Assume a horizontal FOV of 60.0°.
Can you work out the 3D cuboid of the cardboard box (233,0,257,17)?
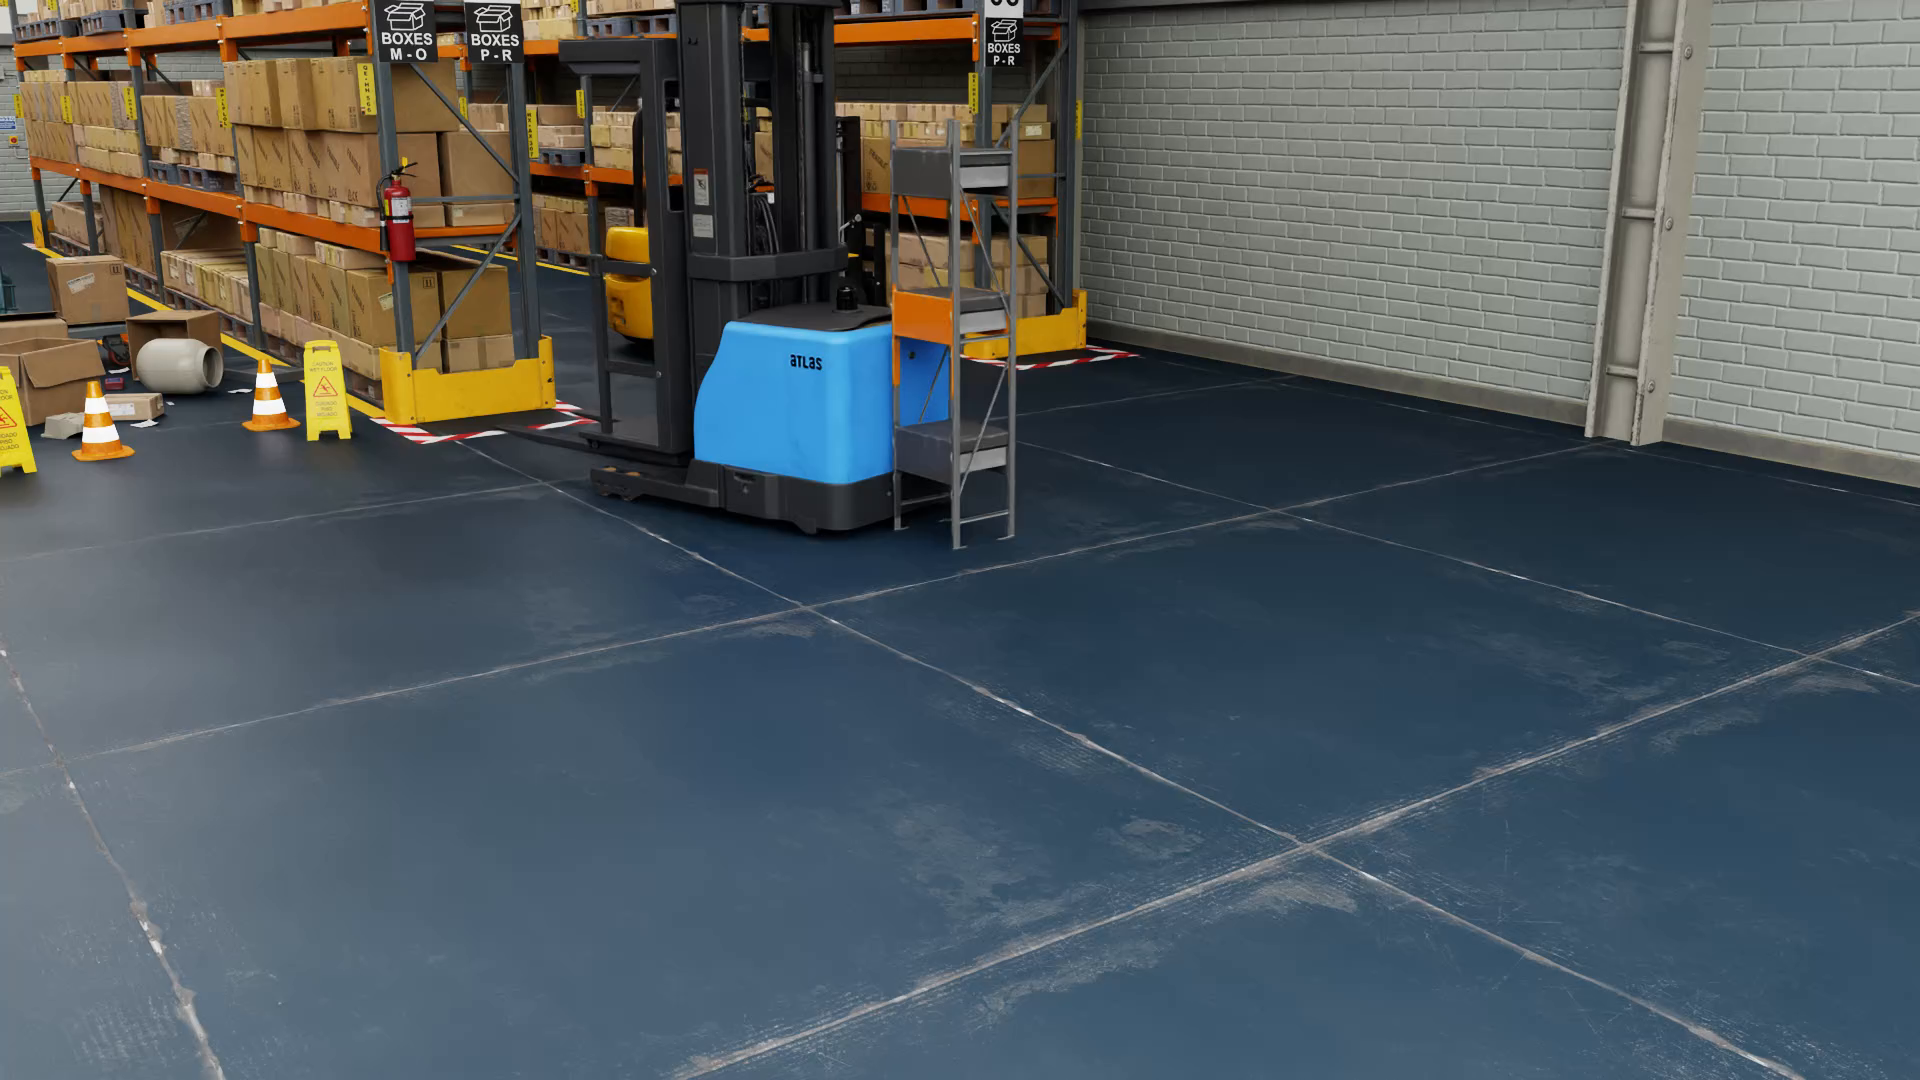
[{"bbox_3d":[-5.710,-4.355,13.601,0.380,0.149,0.250,-11,19,-34],"label":"cardboard box"}]

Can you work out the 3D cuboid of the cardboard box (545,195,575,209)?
[{"bbox_3d":[-5.206,-4.434,21.805,0.380,0.149,0.250,-11,19,-35],"label":"cardboard box"}]

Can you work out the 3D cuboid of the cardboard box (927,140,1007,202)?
[{"bbox_3d":[0.061,-3.229,14.502,0.500,0.500,0.500,-11,19,-36],"label":"cardboard box"}]

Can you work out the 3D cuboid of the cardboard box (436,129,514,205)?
[{"bbox_3d":[-3.504,-2.681,11.937,0.500,0.500,0.500,-11,19,-35],"label":"cardboard box"}]

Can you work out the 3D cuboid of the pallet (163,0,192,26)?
[{"bbox_3d":[-6.691,-4.925,15.562,1.213,0.211,1.003,-11,19,-35],"label":"pallet"}]

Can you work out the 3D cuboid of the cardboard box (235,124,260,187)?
[{"bbox_3d":[-5.768,-3.254,14.030,0.500,0.500,0.500,-11,19,-35],"label":"cardboard box"}]

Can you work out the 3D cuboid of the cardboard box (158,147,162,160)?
[{"bbox_3d":[-8.113,-4.037,17.323,0.380,0.149,0.250,-12,19,-38],"label":"cardboard box"}]

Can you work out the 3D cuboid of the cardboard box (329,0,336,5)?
[{"bbox_3d":[-4.187,-3.814,11.622,0.380,0.149,0.250,-10,18,-33],"label":"cardboard box"}]

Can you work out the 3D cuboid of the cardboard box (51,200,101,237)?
[{"bbox_3d":[-12.388,-4.603,23.770,0.875,0.438,0.875,-12,19,-36],"label":"cardboard box"}]

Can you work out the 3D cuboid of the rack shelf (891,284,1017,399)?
[{"bbox_3d":[-0.033,-1.027,8.404,0.431,0.518,0.480,-12,20,-38],"label":"rack shelf"}]

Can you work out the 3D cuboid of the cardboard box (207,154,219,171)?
[{"bbox_3d":[-6.649,-3.456,15.203,0.380,0.149,0.250,-11,19,-35],"label":"cardboard box"}]

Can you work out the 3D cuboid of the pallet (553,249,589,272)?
[{"bbox_3d":[-4.549,-3.645,21.494,1.003,0.211,1.213,-11,19,-35],"label":"pallet"}]

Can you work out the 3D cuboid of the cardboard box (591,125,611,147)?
[{"bbox_3d":[-4.097,-4.857,19.977,0.500,0.250,0.500,-11,19,-35],"label":"cardboard box"}]

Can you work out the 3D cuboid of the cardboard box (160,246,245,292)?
[{"bbox_3d":[-7.829,-2.866,17.549,0.950,0.372,0.625,-12,20,-38],"label":"cardboard box"}]

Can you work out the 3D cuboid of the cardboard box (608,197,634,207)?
[{"bbox_3d":[-4.330,-4.355,21.517,0.380,0.149,0.250,-10,18,-33],"label":"cardboard box"}]

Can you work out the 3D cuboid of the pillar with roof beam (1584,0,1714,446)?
[{"bbox_3d":[0.928,-4.349,7.420,9.100,9.000,0.400,-11,19,-35],"label":"pillar with roof beam"}]

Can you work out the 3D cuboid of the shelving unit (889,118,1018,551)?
[{"bbox_3d":[-0.033,-1.040,8.400,0.431,2.100,0.503,-12,20,-38],"label":"shelving unit"}]

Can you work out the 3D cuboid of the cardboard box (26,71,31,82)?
[{"bbox_3d":[-12.601,-6.368,22.849,0.380,0.149,0.250,-10,18,-33],"label":"cardboard box"}]

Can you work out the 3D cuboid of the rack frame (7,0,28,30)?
[{"bbox_3d":[-12.857,-8.655,23.154,1.000,3.000,0.127,-11,19,-35],"label":"rack frame"}]

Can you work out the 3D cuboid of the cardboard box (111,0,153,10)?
[{"bbox_3d":[-8.497,-5.810,17.448,0.797,0.503,0.637,-12,20,-38],"label":"cardboard box"}]

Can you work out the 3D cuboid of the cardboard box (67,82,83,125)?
[{"bbox_3d":[-10.479,-5.300,20.173,0.500,0.500,0.500,-11,19,-34],"label":"cardboard box"}]

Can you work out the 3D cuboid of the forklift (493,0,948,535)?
[{"bbox_3d":[-1.487,-1.732,9.352,3.031,2.935,1.130,11,19,36],"label":"forklift"}]

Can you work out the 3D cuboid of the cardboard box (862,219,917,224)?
[{"bbox_3d":[-0.746,-3.038,16.514,0.500,0.250,0.500,-11,19,-34],"label":"cardboard box"}]

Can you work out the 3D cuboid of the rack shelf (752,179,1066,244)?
[{"bbox_3d":[-0.613,-3.197,15.936,1.077,0.370,4.000,-11,19,-35],"label":"rack shelf"}]

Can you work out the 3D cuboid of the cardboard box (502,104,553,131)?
[{"bbox_3d":[-5.623,-5.514,22.054,0.700,0.500,0.500,-11,19,-35],"label":"cardboard box"}]

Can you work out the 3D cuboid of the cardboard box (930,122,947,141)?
[{"bbox_3d":[-0.042,-3.558,14.476,0.380,0.149,0.250,-11,18,-34],"label":"cardboard box"}]

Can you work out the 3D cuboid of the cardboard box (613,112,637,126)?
[{"bbox_3d":[-3.862,-4.964,19.614,0.380,0.149,0.250,-10,18,-33],"label":"cardboard box"}]

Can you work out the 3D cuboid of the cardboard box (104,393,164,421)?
[{"bbox_3d":[-5.854,-0.936,11.716,0.380,0.149,0.250,-2,15,-6],"label":"cardboard box"}]

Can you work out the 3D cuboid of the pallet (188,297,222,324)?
[{"bbox_3d":[-6.982,-2.281,16.511,1.003,0.211,1.213,-11,19,-35],"label":"pallet"}]

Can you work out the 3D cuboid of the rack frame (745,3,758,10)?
[{"bbox_3d":[-1.789,-6.864,16.609,1.000,3.000,0.127,-11,19,-35],"label":"rack frame"}]

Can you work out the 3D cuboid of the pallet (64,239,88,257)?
[{"bbox_3d":[-11.611,-3.998,22.783,1.003,0.211,1.213,-11,19,-35],"label":"pallet"}]

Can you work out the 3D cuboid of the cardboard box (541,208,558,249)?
[{"bbox_3d":[-5.159,-4.098,21.808,0.500,0.500,0.500,-10,18,-32],"label":"cardboard box"}]

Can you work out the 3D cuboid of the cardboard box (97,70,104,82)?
[{"bbox_3d":[-11.011,-5.841,20.921,0.380,0.149,0.250,-10,18,-33],"label":"cardboard box"}]

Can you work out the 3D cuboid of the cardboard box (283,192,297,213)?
[{"bbox_3d":[-5.131,-2.687,13.186,0.380,0.149,0.250,-11,19,-34],"label":"cardboard box"}]

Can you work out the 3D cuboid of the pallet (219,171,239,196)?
[{"bbox_3d":[-6.133,-3.293,15.288,1.003,0.211,1.213,-11,19,-35],"label":"pallet"}]

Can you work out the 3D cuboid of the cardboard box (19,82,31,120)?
[{"bbox_3d":[-12.805,-6.146,23.264,0.500,0.500,0.500,-11,19,-36],"label":"cardboard box"}]

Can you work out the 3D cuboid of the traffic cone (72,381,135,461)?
[{"bbox_3d":[-5.444,-0.768,10.507,0.336,0.463,0.334,-11,19,-35],"label":"traffic cone"}]

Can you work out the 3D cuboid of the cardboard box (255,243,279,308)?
[{"bbox_3d":[-5.673,-2.270,14.179,0.500,0.500,0.500,-10,18,-32],"label":"cardboard box"}]

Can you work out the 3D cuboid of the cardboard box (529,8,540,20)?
[{"bbox_3d":[-5.279,-6.709,21.252,0.380,0.149,0.250,-10,18,-33],"label":"cardboard box"}]

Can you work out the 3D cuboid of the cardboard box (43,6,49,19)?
[{"bbox_3d":[-11.295,-6.627,20.917,0.380,0.149,0.250,-10,18,-33],"label":"cardboard box"}]

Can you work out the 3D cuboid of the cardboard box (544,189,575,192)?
[{"bbox_3d":[-5.562,-4.798,23.136,0.380,0.149,0.250,-12,19,-37],"label":"cardboard box"}]

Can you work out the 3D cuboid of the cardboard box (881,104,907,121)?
[{"bbox_3d":[-0.493,-3.867,15.043,0.380,0.149,0.250,-10,18,-33],"label":"cardboard box"}]

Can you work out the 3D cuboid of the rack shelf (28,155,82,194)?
[{"bbox_3d":[-11.681,-4.988,22.480,1.077,0.370,4.000,-11,19,-35],"label":"rack shelf"}]

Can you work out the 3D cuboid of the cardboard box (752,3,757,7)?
[{"bbox_3d":[-2.411,-5.742,17.375,0.500,0.311,0.500,-12,19,-36],"label":"cardboard box"}]

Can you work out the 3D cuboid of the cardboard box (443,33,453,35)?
[{"bbox_3d":[-6.979,-7.261,23.462,0.500,0.250,0.500,-11,19,-34],"label":"cardboard box"}]

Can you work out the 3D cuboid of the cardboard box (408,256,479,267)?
[{"bbox_3d":[-4.026,-1.914,12.881,0.500,0.500,0.500,-12,19,-37],"label":"cardboard box"}]

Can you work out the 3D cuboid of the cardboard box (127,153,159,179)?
[{"bbox_3d":[-8.661,-4.049,17.971,0.500,0.250,0.500,-12,19,-36],"label":"cardboard box"}]

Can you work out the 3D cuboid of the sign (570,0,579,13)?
[{"bbox_3d":[-4.581,-6.437,19.752,0.100,0.325,0.005,-11,19,-35],"label":"sign"}]

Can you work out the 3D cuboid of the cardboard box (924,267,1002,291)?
[{"bbox_3d":[0.024,-2.289,14.725,0.500,0.250,0.500,-11,19,-35],"label":"cardboard box"}]

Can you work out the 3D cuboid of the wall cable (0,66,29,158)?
[{"bbox_3d":[-16.192,-7.467,28.193,0.585,1.953,0.123,-11,19,-35],"label":"wall cable"}]

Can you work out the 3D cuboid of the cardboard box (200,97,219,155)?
[{"bbox_3d":[-6.551,-3.762,15.092,0.500,0.500,0.500,-11,19,-34],"label":"cardboard box"}]

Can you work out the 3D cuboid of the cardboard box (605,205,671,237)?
[{"bbox_3d":[-3.785,-3.747,20.286,0.875,0.625,0.625,-10,18,-33],"label":"cardboard box"}]

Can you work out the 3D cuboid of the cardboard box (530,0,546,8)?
[{"bbox_3d":[-5.195,-6.786,20.971,0.380,0.149,0.250,-11,19,-36],"label":"cardboard box"}]

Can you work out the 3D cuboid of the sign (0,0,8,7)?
[{"bbox_3d":[-13.310,-7.584,23.114,0.100,0.325,0.005,-11,19,-35],"label":"sign"}]
